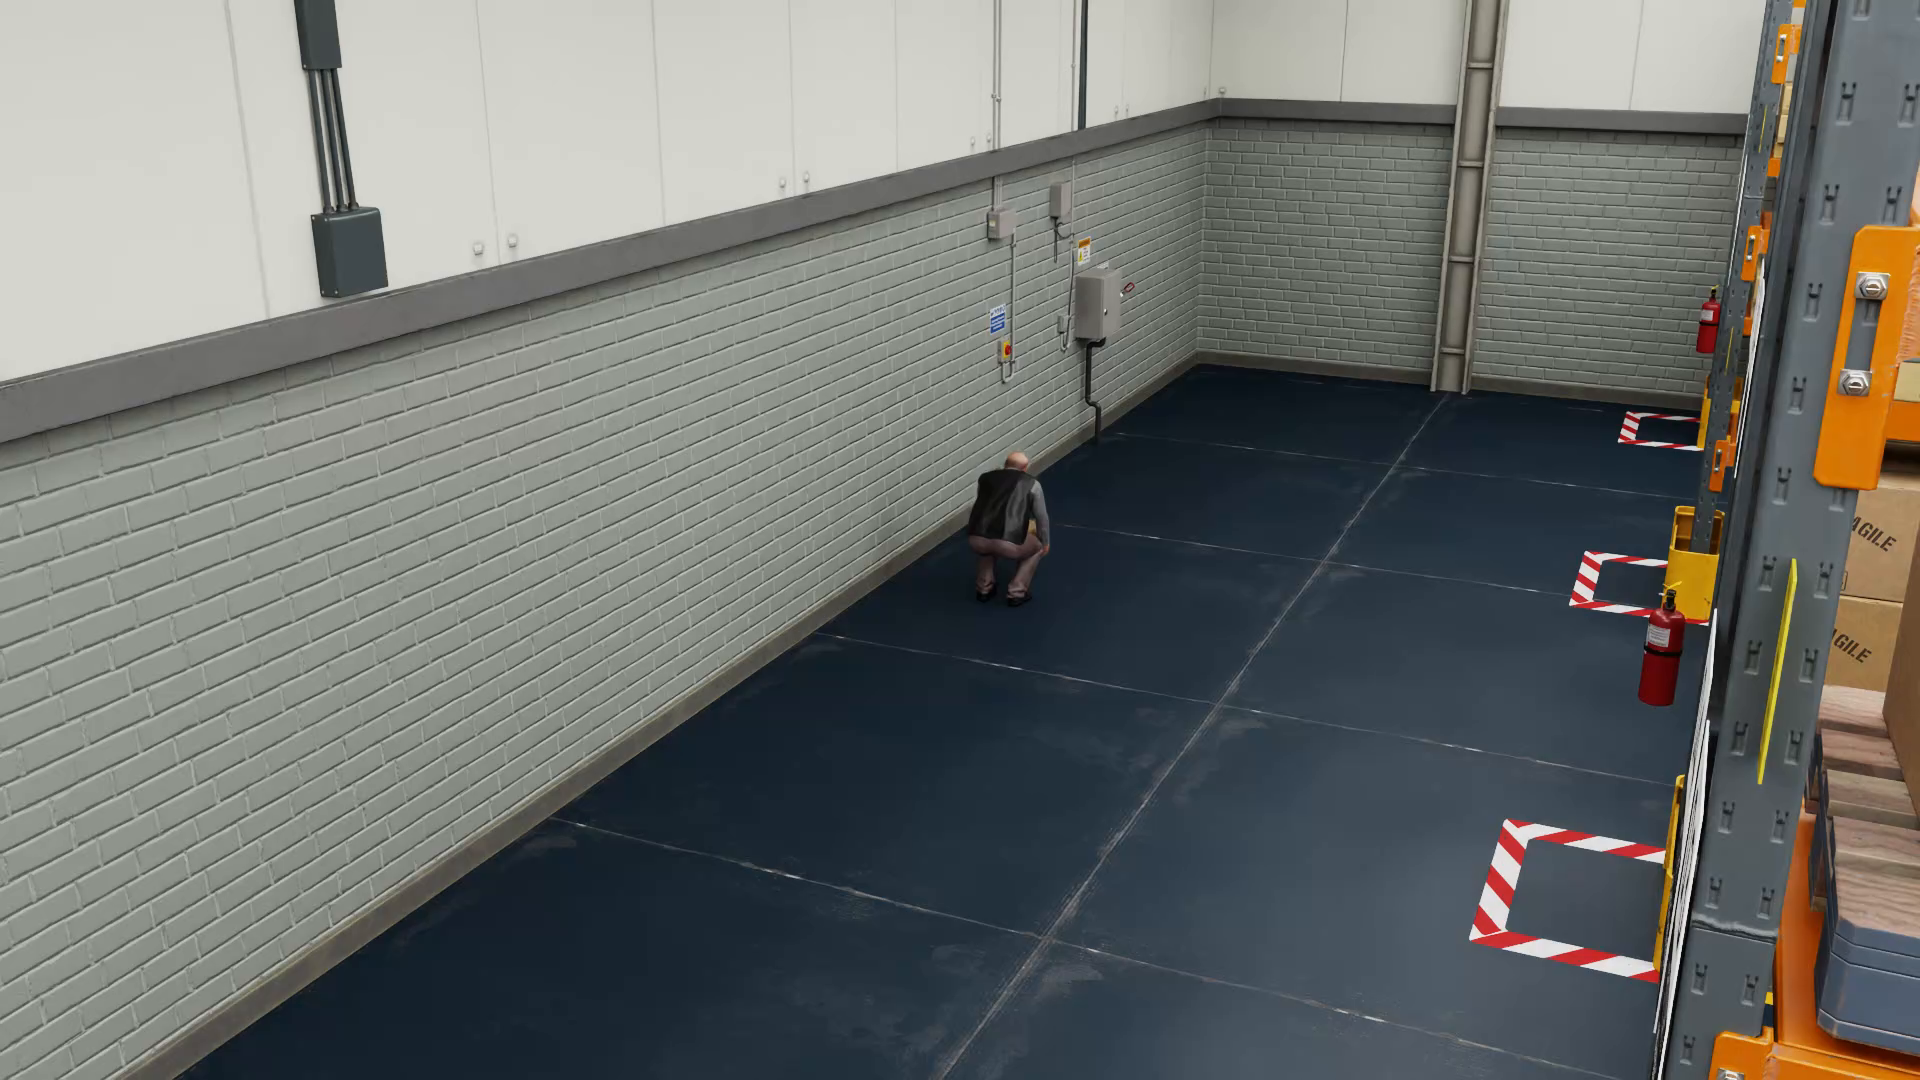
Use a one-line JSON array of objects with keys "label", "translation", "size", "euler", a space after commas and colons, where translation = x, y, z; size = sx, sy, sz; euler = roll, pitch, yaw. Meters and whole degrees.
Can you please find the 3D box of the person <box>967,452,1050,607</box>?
[{"label": "person", "translation": [0.336, -0.075, 12.421], "size": [0.548, 1.014, 0.855], "euler": [8, 21, 23]}]
